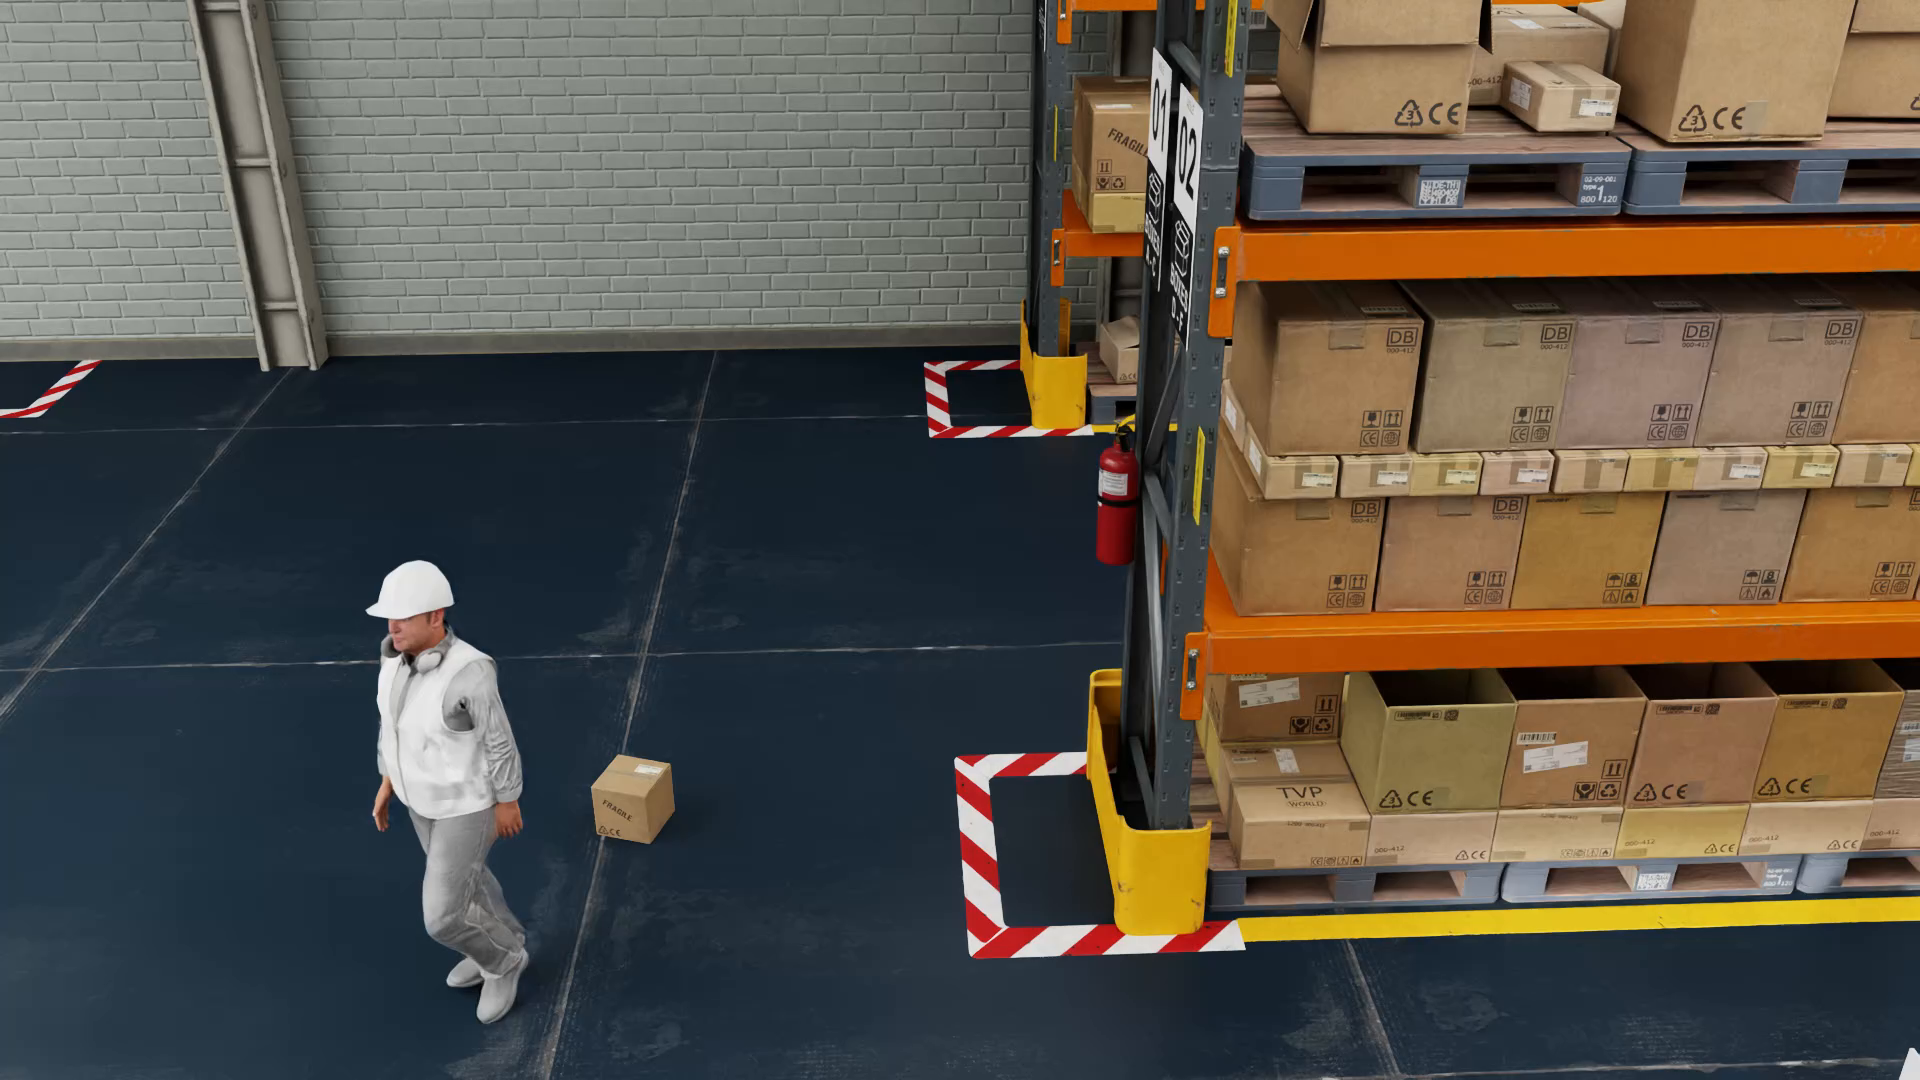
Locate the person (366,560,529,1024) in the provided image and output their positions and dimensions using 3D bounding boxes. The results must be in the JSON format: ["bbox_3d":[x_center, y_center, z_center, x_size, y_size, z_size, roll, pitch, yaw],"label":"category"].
[{"bbox_3d":[-1.806,0.905,5.831,0.547,1.809,0.487,20,34,34],"label":"person"}]
